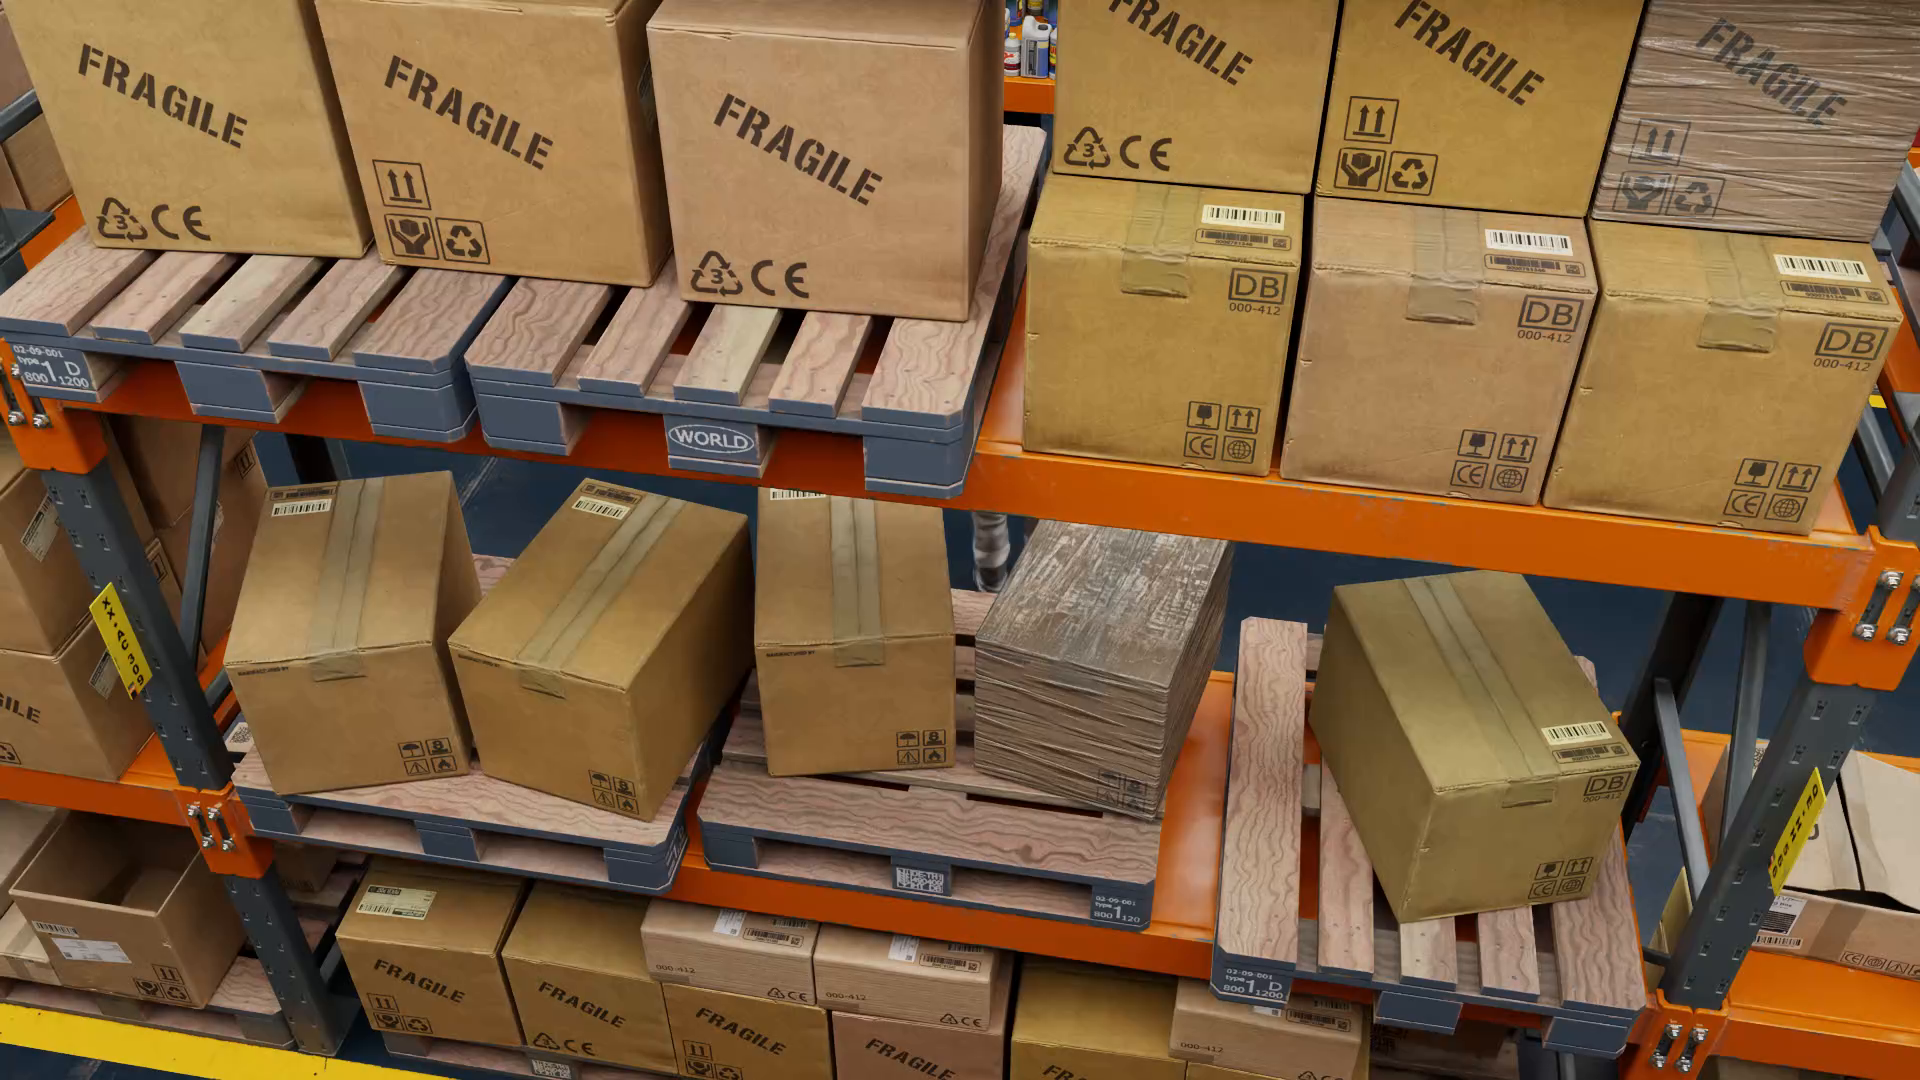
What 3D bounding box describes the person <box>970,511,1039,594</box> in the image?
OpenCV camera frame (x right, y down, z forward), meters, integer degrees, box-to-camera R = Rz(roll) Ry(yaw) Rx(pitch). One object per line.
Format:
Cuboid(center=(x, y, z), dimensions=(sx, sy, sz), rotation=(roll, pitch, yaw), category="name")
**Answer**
Cuboid(center=(0.204, -0.470, 6.682), dimensions=(0.563, 1.795, 0.501), rotation=(-6, 41, -7), category="person")
